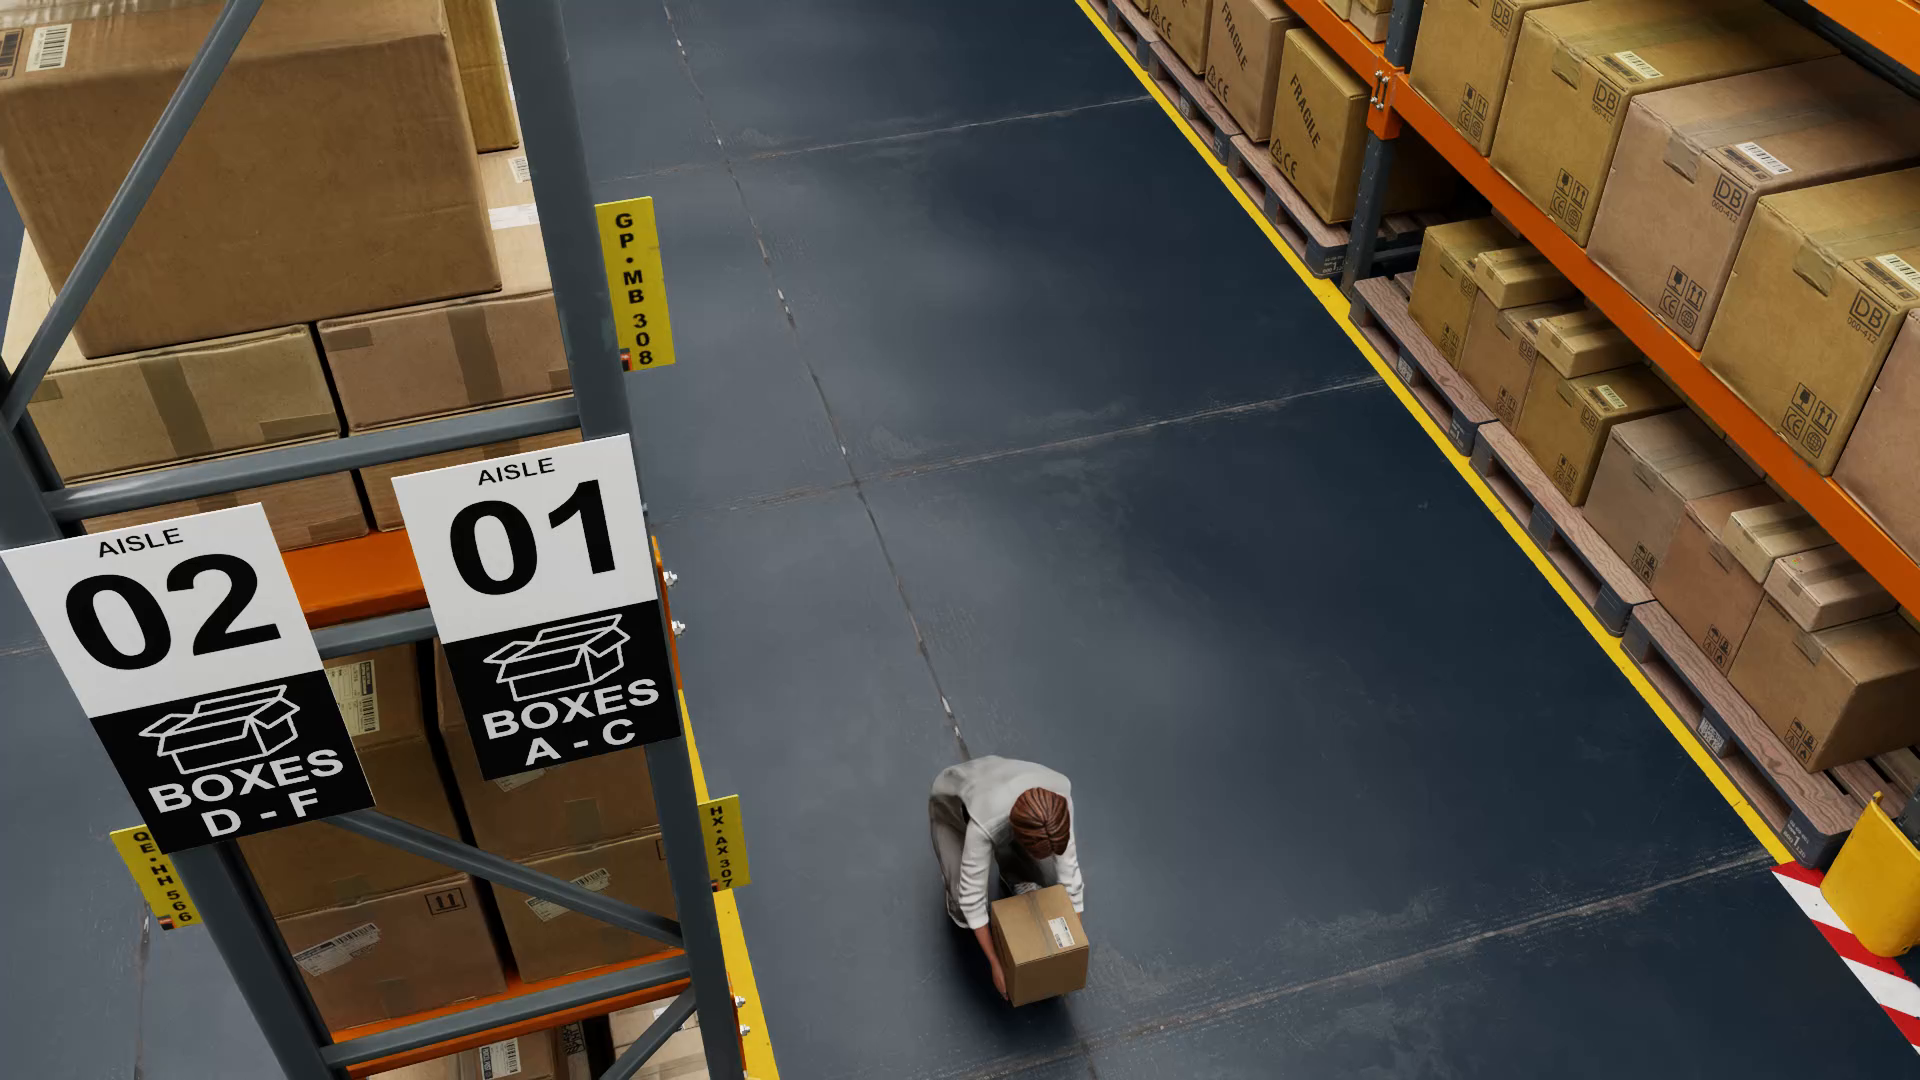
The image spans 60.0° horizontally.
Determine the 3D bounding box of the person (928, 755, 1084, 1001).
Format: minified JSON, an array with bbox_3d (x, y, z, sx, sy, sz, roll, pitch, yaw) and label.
[{"bbox_3d":[0.151,1.025,5.581,0.430,0.904,0.811,-13,44,-13],"label":"person"}]
